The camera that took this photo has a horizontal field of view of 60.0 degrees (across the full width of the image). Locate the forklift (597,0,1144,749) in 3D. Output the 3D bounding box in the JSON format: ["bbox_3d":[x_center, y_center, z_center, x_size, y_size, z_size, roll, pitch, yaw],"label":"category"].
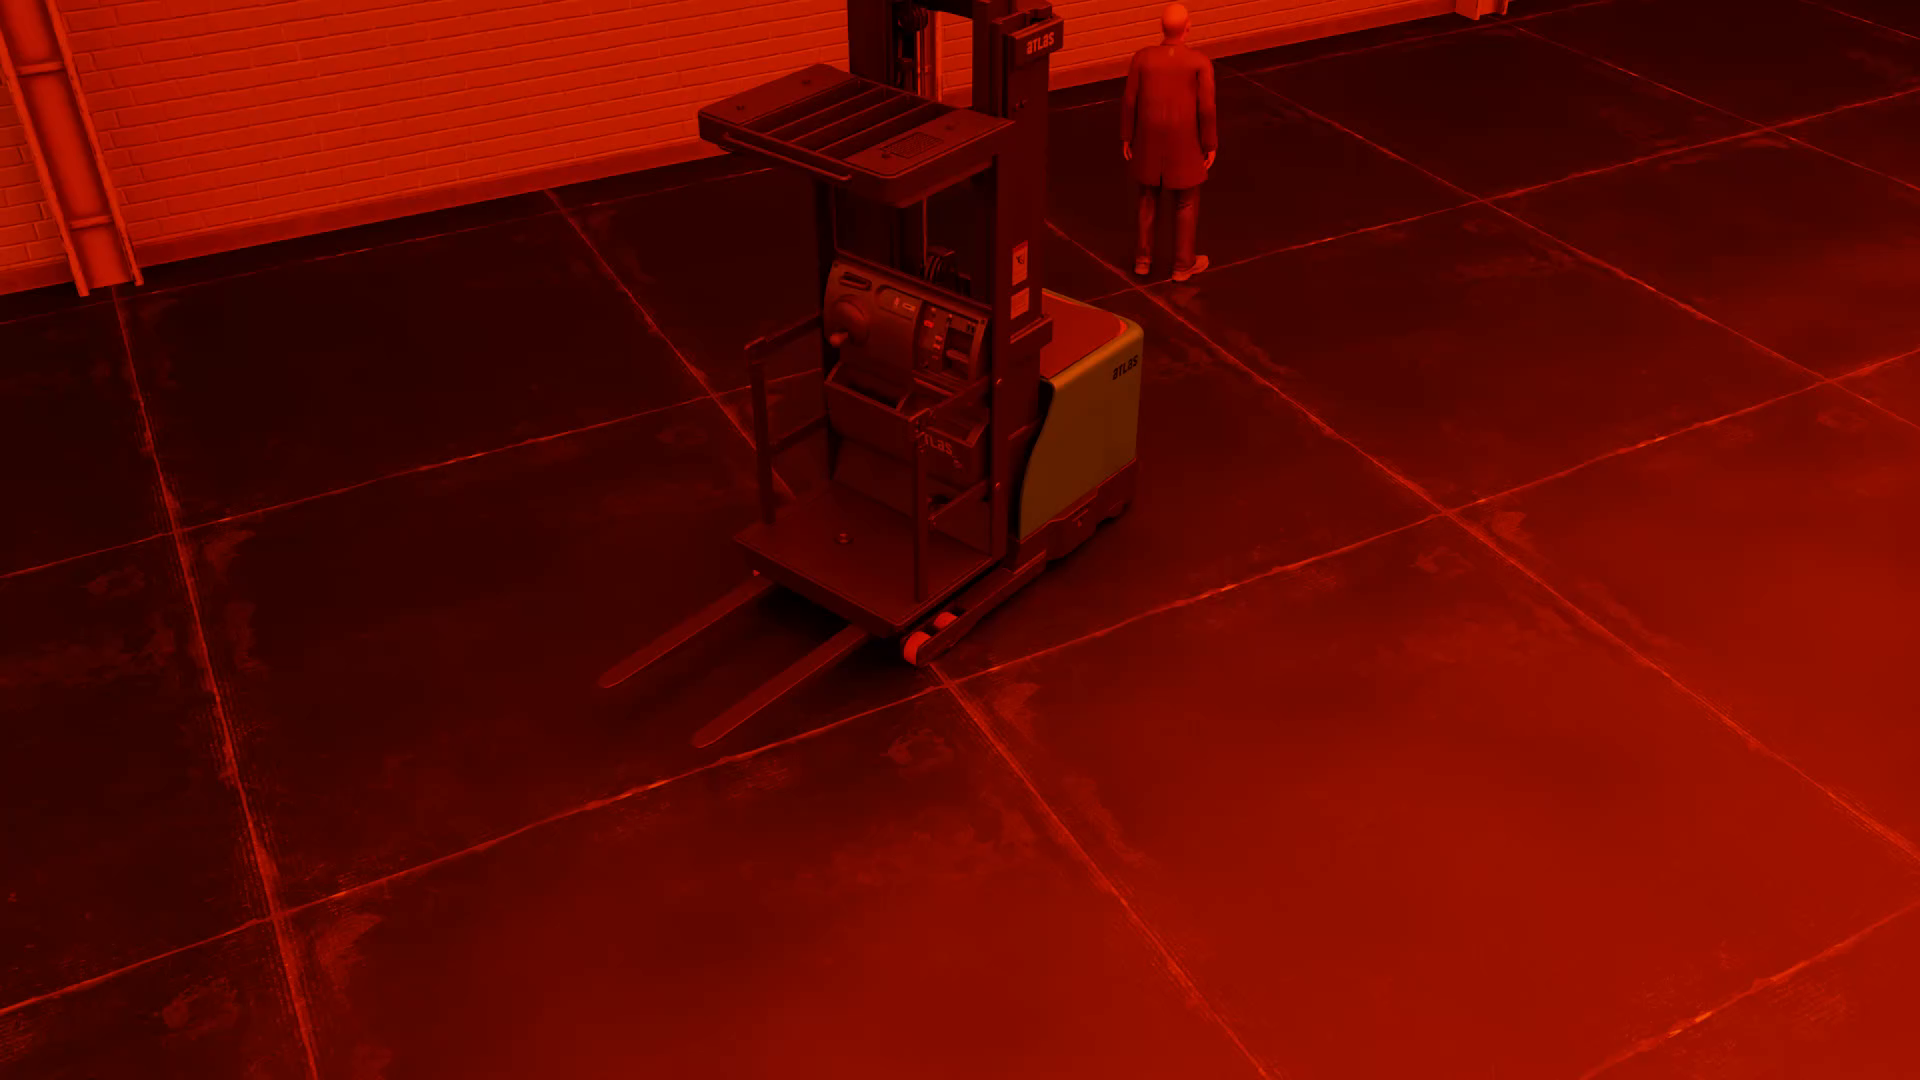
[{"bbox_3d":[-0.389,-0.901,7.453,1.129,2.867,3.031,26,43,31],"label":"forklift"}]

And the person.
[{"bbox_3d":[1.358,-2.571,10.764,0.605,1.772,0.392,13,37,17],"label":"person"}]
